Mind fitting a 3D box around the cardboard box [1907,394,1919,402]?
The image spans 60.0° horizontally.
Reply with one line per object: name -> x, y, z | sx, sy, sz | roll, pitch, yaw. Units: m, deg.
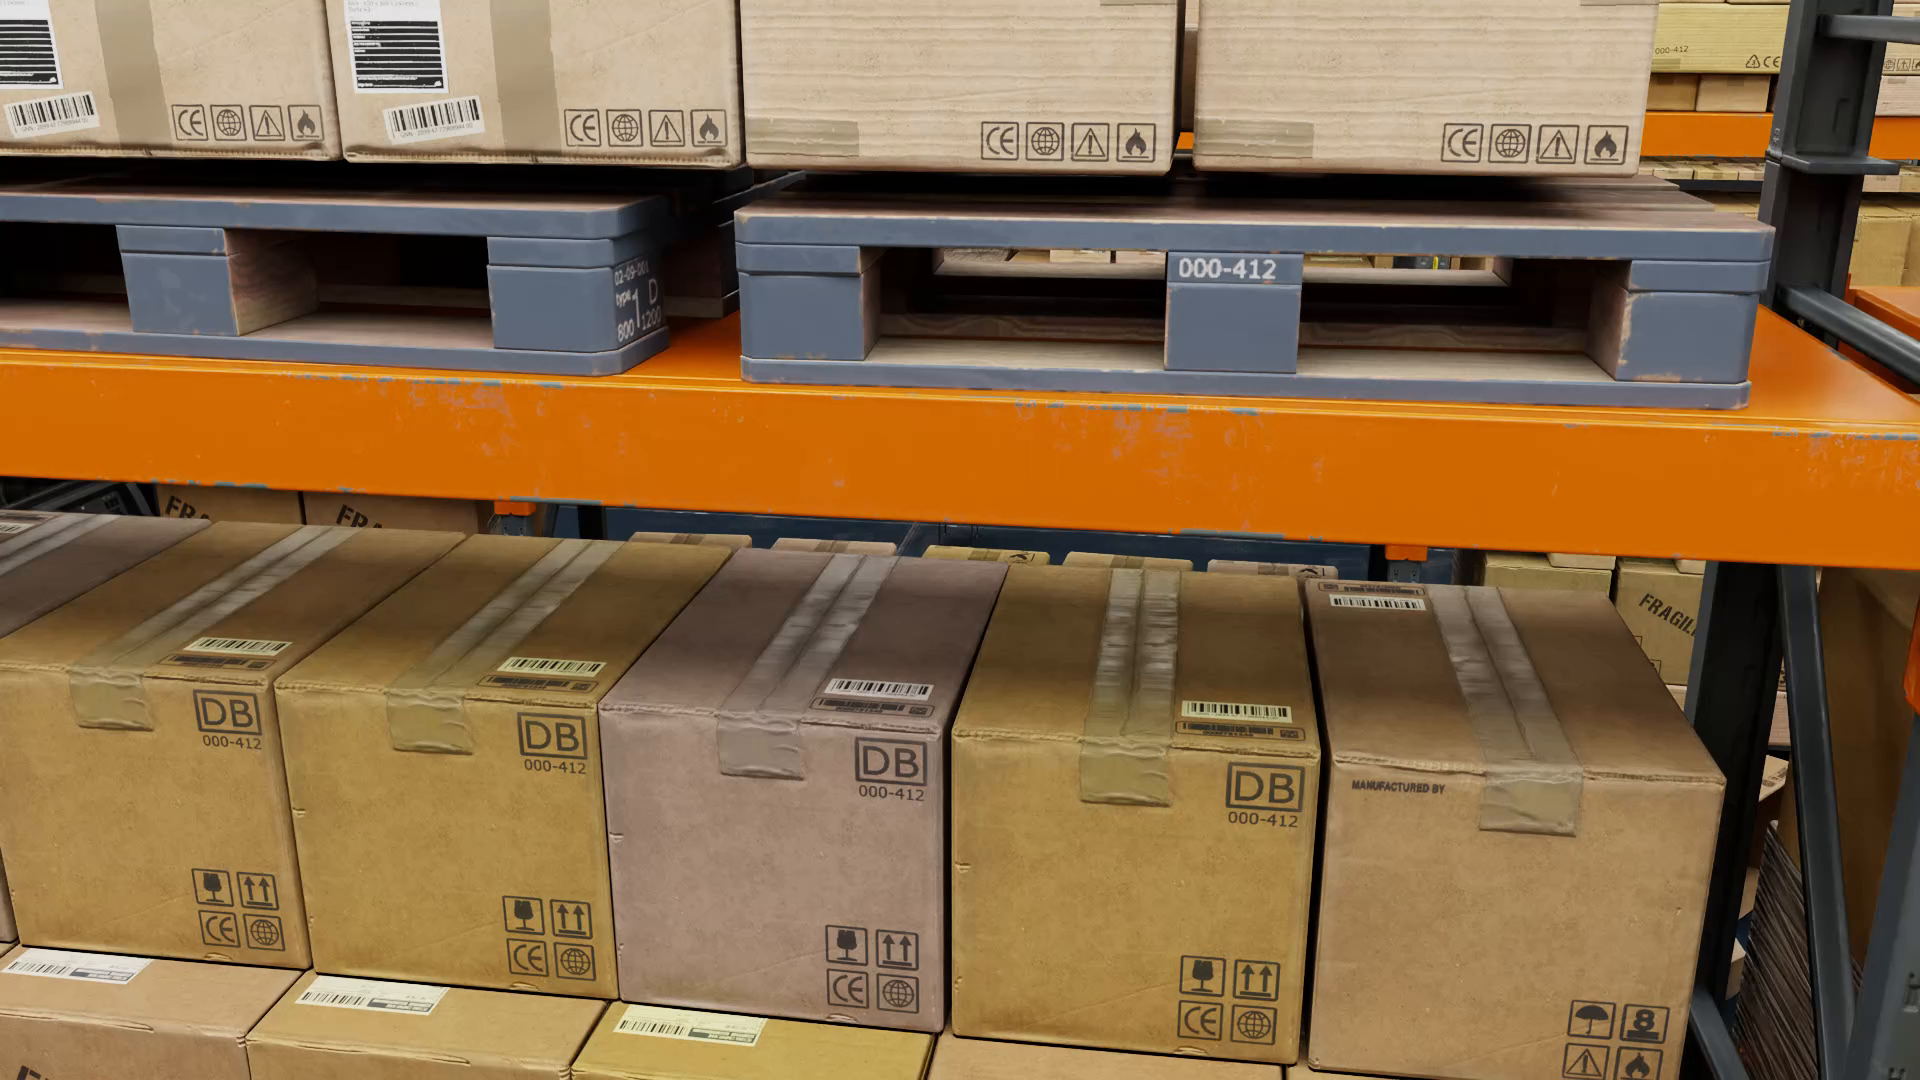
cardboard box -> 3.855, -0.602, 6.749 | 0.500, 0.500, 0.500 | 3, 19, 9

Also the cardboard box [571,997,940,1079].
cardboard box -> -0.272, 0.925, 2.652 | 0.500, 0.500, 0.500 | 3, 19, 9

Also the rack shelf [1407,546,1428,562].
rack shelf -> 3.944, -0.148, 7.151 | 4.000, 0.370, 1.077 | 3, 19, 9

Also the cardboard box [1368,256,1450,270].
cardboard box -> 3.150, -2.088, 11.659 | 0.500, 0.500, 0.500 | 2, 19, 7

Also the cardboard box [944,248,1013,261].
cardboard box -> -0.039, -1.007, 7.298 | 0.500, 0.500, 0.500 | 2, 19, 7

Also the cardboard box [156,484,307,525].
cardboard box -> -3.529, -0.089, 8.530 | 0.875, 0.875, 0.875 | 3, 19, 9

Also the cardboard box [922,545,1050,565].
cardboard box -> 0.054, 0.362, 7.973 | 0.625, 0.372, 0.950 | 4, 19, 10

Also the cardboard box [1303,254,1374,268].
cardboard box -> 1.477, -0.929, 7.063 | 0.500, 0.500, 0.500 | 3, 19, 8

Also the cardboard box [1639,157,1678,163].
cardboard box -> 4.882, -2.610, 11.728 | 0.250, 0.149, 0.380 | 3, 19, 9

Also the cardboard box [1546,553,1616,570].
cardboard box -> 2.623, -0.009, 7.069 | 0.250, 0.149, 0.380 | 3, 19, 9

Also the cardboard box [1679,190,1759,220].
cardboard box -> 2.870, -1.130, 6.750 | 0.500, 0.500, 0.700 | 3, 19, 9

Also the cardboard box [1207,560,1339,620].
cardboard box -> 1.451, 0.432, 7.765 | 0.625, 0.372, 0.950 | 3, 19, 9

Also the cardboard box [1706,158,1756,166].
cardboard box -> 5.382, -2.579, 11.634 | 0.250, 0.149, 0.380 | 4, 19, 10

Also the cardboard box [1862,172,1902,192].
cardboard box -> 6.067, -2.394, 11.083 | 0.250, 0.149, 0.380 | 3, 19, 9

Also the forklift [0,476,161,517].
forklift -> -2.869, 0.028, 5.599 | 3.031, 2.935, 1.130 | 4, 19, 11

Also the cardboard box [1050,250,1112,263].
cardboard box -> 0.521, -1.274, 7.074 | 0.250, 0.149, 0.380 | 2, 19, 6

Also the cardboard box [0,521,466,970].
cardboard box -> -1.217, 0.319, 2.888 | 0.500, 0.500, 0.700 | 3, 19, 8

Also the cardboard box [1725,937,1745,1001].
cardboard box -> 2.433, 1.420, 5.640 | 0.396, 0.266, 0.258 | -11, 21, -29

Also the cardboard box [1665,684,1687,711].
cardboard box -> 3.038, 0.653, 7.296 | 0.500, 0.250, 0.500 | 4, 19, 12

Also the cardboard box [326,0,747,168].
cardboard box -> -0.482, -0.680, 2.201 | 0.500, 0.311, 0.500 | 2, 19, 7

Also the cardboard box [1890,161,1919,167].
cardboard box -> 6.405, -2.523, 11.469 | 0.250, 0.149, 0.380 | 3, 19, 8

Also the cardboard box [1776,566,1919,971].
cardboard box -> 1.643, 0.412, 2.405 | 0.550, 0.550, 0.875 | 3, 19, 9

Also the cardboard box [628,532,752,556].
cardboard box -> -1.424, 0.288, 8.196 | 0.625, 0.372, 0.950 | 2, 19, 5

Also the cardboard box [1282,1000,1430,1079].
cardboard box -> 0.726, 0.976, 2.500 | 0.500, 0.500, 0.500 | 3, 19, 8

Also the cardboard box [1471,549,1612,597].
cardboard box -> 2.509, 0.274, 7.247 | 0.500, 0.500, 0.500 | 4, 19, 11

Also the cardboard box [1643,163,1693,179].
cardboard box -> 4.800, -2.467, 11.300 | 0.250, 0.149, 0.380 | 3, 19, 9

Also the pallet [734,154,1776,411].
pallet -> 0.371, -0.396, 2.334 | 1.217, 0.209, 0.805 | 2, 19, 6

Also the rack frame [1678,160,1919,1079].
rack frame -> 1.284, 0.966, 2.688 | 0.127, 3.000, 1.000 | 3, 19, 9

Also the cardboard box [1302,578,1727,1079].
cardboard box -> 0.793, 0.422, 2.583 | 0.500, 0.500, 0.700 | 3, 19, 8

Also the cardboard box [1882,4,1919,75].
cardboard box -> 3.363, -1.922, 6.360 | 0.500, 0.250, 0.500 | 3, 19, 9

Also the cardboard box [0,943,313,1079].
cardboard box -> -1.265, 0.875, 2.803 | 0.500, 0.500, 0.500 | 3, 19, 9

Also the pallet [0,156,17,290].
pallet -> -2.021, -0.552, 2.796 | 1.003, 0.211, 1.213 | 4, 19, 11

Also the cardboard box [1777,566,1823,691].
cardboard box -> 3.551, 0.324, 7.098 | 0.500, 0.500, 0.500 | 4, 19, 12

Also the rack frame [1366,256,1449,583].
rack frame -> 1.969, -0.590, 7.338 | 0.127, 3.000, 1.000 | 3, 19, 9

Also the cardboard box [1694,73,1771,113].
cardboard box -> 2.991, -1.767, 6.525 | 0.250, 0.149, 0.380 | 3, 19, 10

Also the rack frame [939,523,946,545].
rack frame -> -0.108, -0.432, 10.177 | 0.006, 0.900, 0.240 | 3, 19, 9

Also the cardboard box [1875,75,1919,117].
cardboard box -> 3.497, -1.708, 6.349 | 0.250, 0.149, 0.380 | 3, 19, 8

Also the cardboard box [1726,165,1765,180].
cardboard box -> 5.295, -2.413, 11.139 | 0.250, 0.149, 0.380 | 3, 19, 10

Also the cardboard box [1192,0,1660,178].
cardboard box -> 0.561, -0.617, 2.110 | 0.500, 0.250, 0.500 | 3, 19, 9

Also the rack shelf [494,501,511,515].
rack shelf -> -3.955, -0.550, 8.355 | 4.000, 0.370, 1.077 | 3, 19, 9

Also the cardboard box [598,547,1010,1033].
cardboard box -> -0.214, 0.371, 2.734 | 0.500, 0.500, 0.700 | 3, 19, 9

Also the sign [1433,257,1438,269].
sign -> 1.885, -0.965, 6.634 | 0.005, 0.325, 0.100 | 3, 19, 9

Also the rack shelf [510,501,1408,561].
rack shelf -> -0.005, -0.349, 7.753 | 4.000, 0.370, 1.077 | 3, 19, 9

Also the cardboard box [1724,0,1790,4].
cardboard box -> 3.004, -2.111, 6.298 | 0.250, 0.149, 0.380 | 3, 19, 8

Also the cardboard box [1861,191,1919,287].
cardboard box -> 3.891, -1.098, 6.656 | 0.500, 0.500, 0.700 | 3, 19, 8

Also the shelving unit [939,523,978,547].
shelving unit -> -0.008, -0.427, 10.162 | 0.210, 0.900, 0.258 | 3, 19, 9
